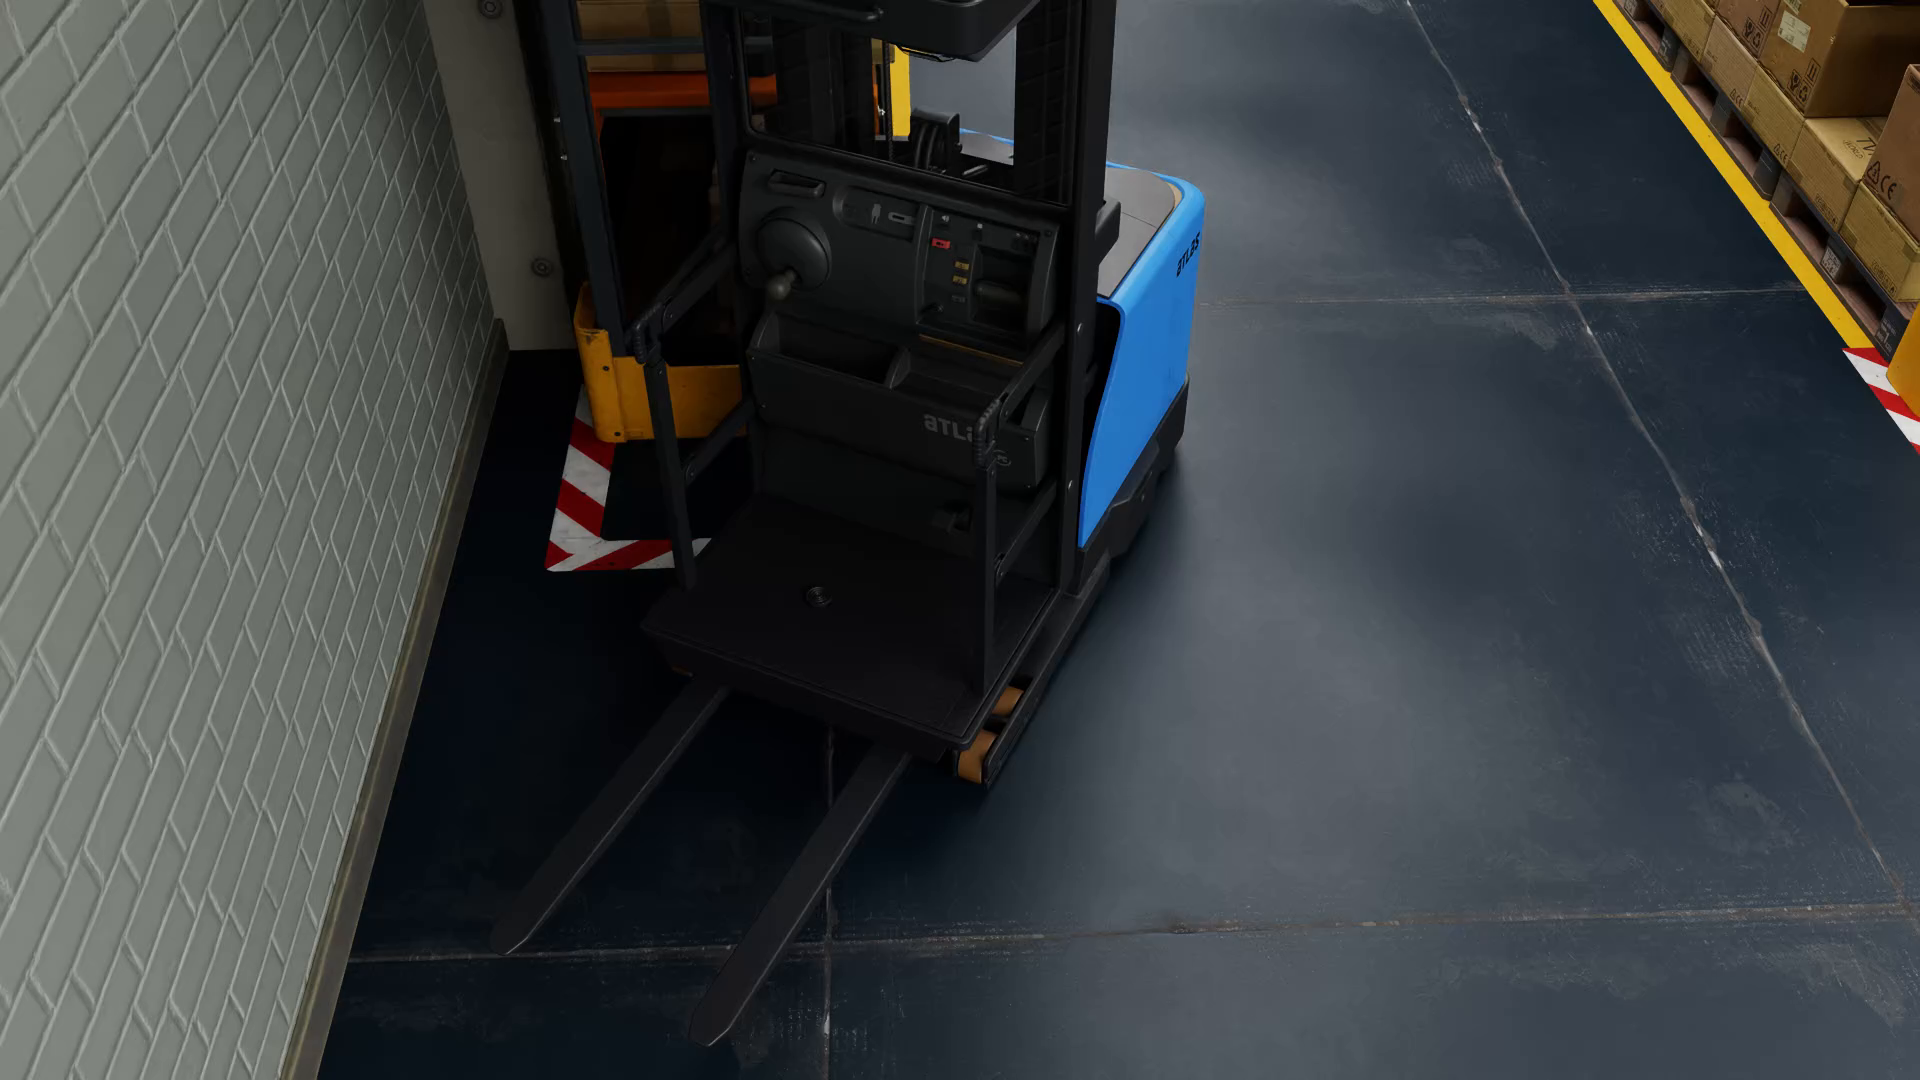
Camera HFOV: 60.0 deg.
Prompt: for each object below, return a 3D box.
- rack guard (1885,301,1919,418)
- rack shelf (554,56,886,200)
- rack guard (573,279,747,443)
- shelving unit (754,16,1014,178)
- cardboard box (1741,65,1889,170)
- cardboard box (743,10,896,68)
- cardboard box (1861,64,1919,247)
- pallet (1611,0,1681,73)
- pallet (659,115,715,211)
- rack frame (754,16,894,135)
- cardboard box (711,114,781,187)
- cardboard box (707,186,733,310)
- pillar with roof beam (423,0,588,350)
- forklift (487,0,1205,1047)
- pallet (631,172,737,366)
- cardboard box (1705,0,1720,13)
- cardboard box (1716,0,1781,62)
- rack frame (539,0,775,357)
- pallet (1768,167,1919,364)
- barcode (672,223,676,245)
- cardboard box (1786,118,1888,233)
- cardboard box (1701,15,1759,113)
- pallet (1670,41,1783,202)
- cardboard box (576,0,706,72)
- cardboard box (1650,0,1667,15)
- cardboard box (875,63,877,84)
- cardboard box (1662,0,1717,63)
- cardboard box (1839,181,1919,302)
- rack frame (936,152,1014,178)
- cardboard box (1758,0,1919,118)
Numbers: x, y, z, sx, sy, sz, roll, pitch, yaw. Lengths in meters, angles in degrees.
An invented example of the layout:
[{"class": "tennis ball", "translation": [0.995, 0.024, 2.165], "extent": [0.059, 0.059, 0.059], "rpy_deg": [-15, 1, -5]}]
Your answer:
[{"class": "rack guard", "translation": [4.174, -0.753, 6.201], "extent": [1.175, 0.500, 0.348], "rpy_deg": [-2, 43, -2]}, {"class": "rack shelf", "translation": [-0.861, -2.631, 6.933], "extent": [1.077, 0.370, 4.000], "rpy_deg": [-2, 43, -2]}, {"class": "rack guard", "translation": [-0.780, -0.676, 6.117], "extent": [1.175, 0.500, 0.348], "rpy_deg": [-2, 43, -2]}, {"class": "shelving unit", "translation": [-0.149, -0.959, 5.701], "extent": [0.538, 1.500, 1.048], "rpy_deg": [-27, 50, -24]}, {"class": "cardboard box", "translation": [3.798, -1.860, 7.283], "extent": [0.500, 0.250, 0.500], "rpy_deg": [-2, 43, -2]}, {"class": "cardboard box", "translation": [-0.480, -1.836, 5.630], "extent": [0.500, 0.250, 0.500], "rpy_deg": [-3, 43, -3]}, {"class": "cardboard box", "translation": [3.853, -1.462, 6.294], "extent": [0.500, 0.500, 0.500], "rpy_deg": [-2, 43, -2]}, {"class": "pallet", "translation": [3.995, -2.825, 8.675], "extent": [1.003, 0.211, 1.213], "rpy_deg": [-2, 43, -2]}, {"class": "pallet", "translation": [-0.828, -1.940, 7.710], "extent": [1.003, 0.211, 1.213], "rpy_deg": [-2, 43, -2]}, {"class": "rack frame", "translation": [-0.447, -1.244, 5.999], "extent": [0.500, 1.500, 0.032], "rpy_deg": [-27, 50, -24]}, {"class": "cardboard box", "translation": [-0.740, -1.571, 6.909], "extent": [0.500, 0.311, 0.500], "rpy_deg": [2, 43, 2]}, {"class": "cardboard box", "translation": [-0.716, -1.186, 6.489], "extent": [0.500, 0.311, 0.500], "rpy_deg": [-6, 43, -7]}, {"class": "pillar with roof beam", "translation": [2.631, -4.329, 3.813], "extent": [9.100, 9.000, 0.400], "rpy_deg": [-2, 43, -2]}, {"class": "forklift", "translation": [-0.270, -0.696, 4.340], "extent": [1.130, 2.935, 3.031], "rpy_deg": [18, 45, 18]}, {"class": "pallet", "translation": [-0.779, -1.119, 6.814], "extent": [1.003, 0.211, 1.213], "rpy_deg": [-2, 43, -2]}, {"class": "cardboard box", "translation": [3.752, -2.811, 7.766], "extent": [0.500, 0.500, 0.500], "rpy_deg": [-2, 43, -2]}, {"class": "cardboard box", "translation": [3.776, -2.474, 7.398], "extent": [0.500, 0.500, 0.500], "rpy_deg": [-2, 43, -2]}, {"class": "rack frame", "translation": [-0.776, -1.546, 5.216], "extent": [1.000, 3.000, 0.127], "rpy_deg": [-2, 43, -2]}, {"class": "pallet", "translation": [4.098, -1.178, 6.878], "extent": [1.003, 0.211, 1.213], "rpy_deg": [-2, 43, -2]}, {"class": "barcode", "translation": [-1.116, -1.191, 6.486], "extent": [0.001, 0.075, 0.075], "rpy_deg": [-2, 43, -2]}, {"class": "cardboard box", "translation": [3.822, -1.522, 6.915], "extent": [0.500, 0.250, 0.500], "rpy_deg": [-2, 43, -2]}, {"class": "cardboard box", "translation": [3.779, -2.197, 7.652], "extent": [0.500, 0.250, 0.500], "rpy_deg": [-2, 43, -2]}, {"class": "pallet", "translation": [4.050, -1.999, 7.775], "extent": [1.003, 0.211, 1.213], "rpy_deg": [-2, 43, -2]}, {"class": "cardboard box", "translation": [-0.990, -1.808, 5.599], "extent": [0.500, 0.250, 0.500], "rpy_deg": [-1, 43, -1]}, {"class": "cardboard box", "translation": [3.736, -2.873, 8.388], "extent": [0.500, 0.250, 0.500], "rpy_deg": [-2, 43, -2]}, {"class": "cardboard box", "translation": [-0.721, -2.138, 7.387], "extent": [0.700, 0.500, 0.500], "rpy_deg": [-4, 43, -4]}, {"class": "cardboard box", "translation": [3.752, -2.535, 8.020], "extent": [0.500, 0.250, 0.500], "rpy_deg": [-2, 43, -2]}, {"class": "cardboard box", "translation": [3.855, -1.185, 6.547], "extent": [0.500, 0.250, 0.500], "rpy_deg": [-2, 43, -2]}, {"class": "rack frame", "translation": [0.149, -0.675, 5.403], "extent": [0.500, 1.500, 0.032], "rpy_deg": [-27, 50, -24]}, {"class": "cardboard box", "translation": [3.796, -2.136, 7.030], "extent": [0.500, 0.500, 0.500], "rpy_deg": [-2, 43, -2]}]
